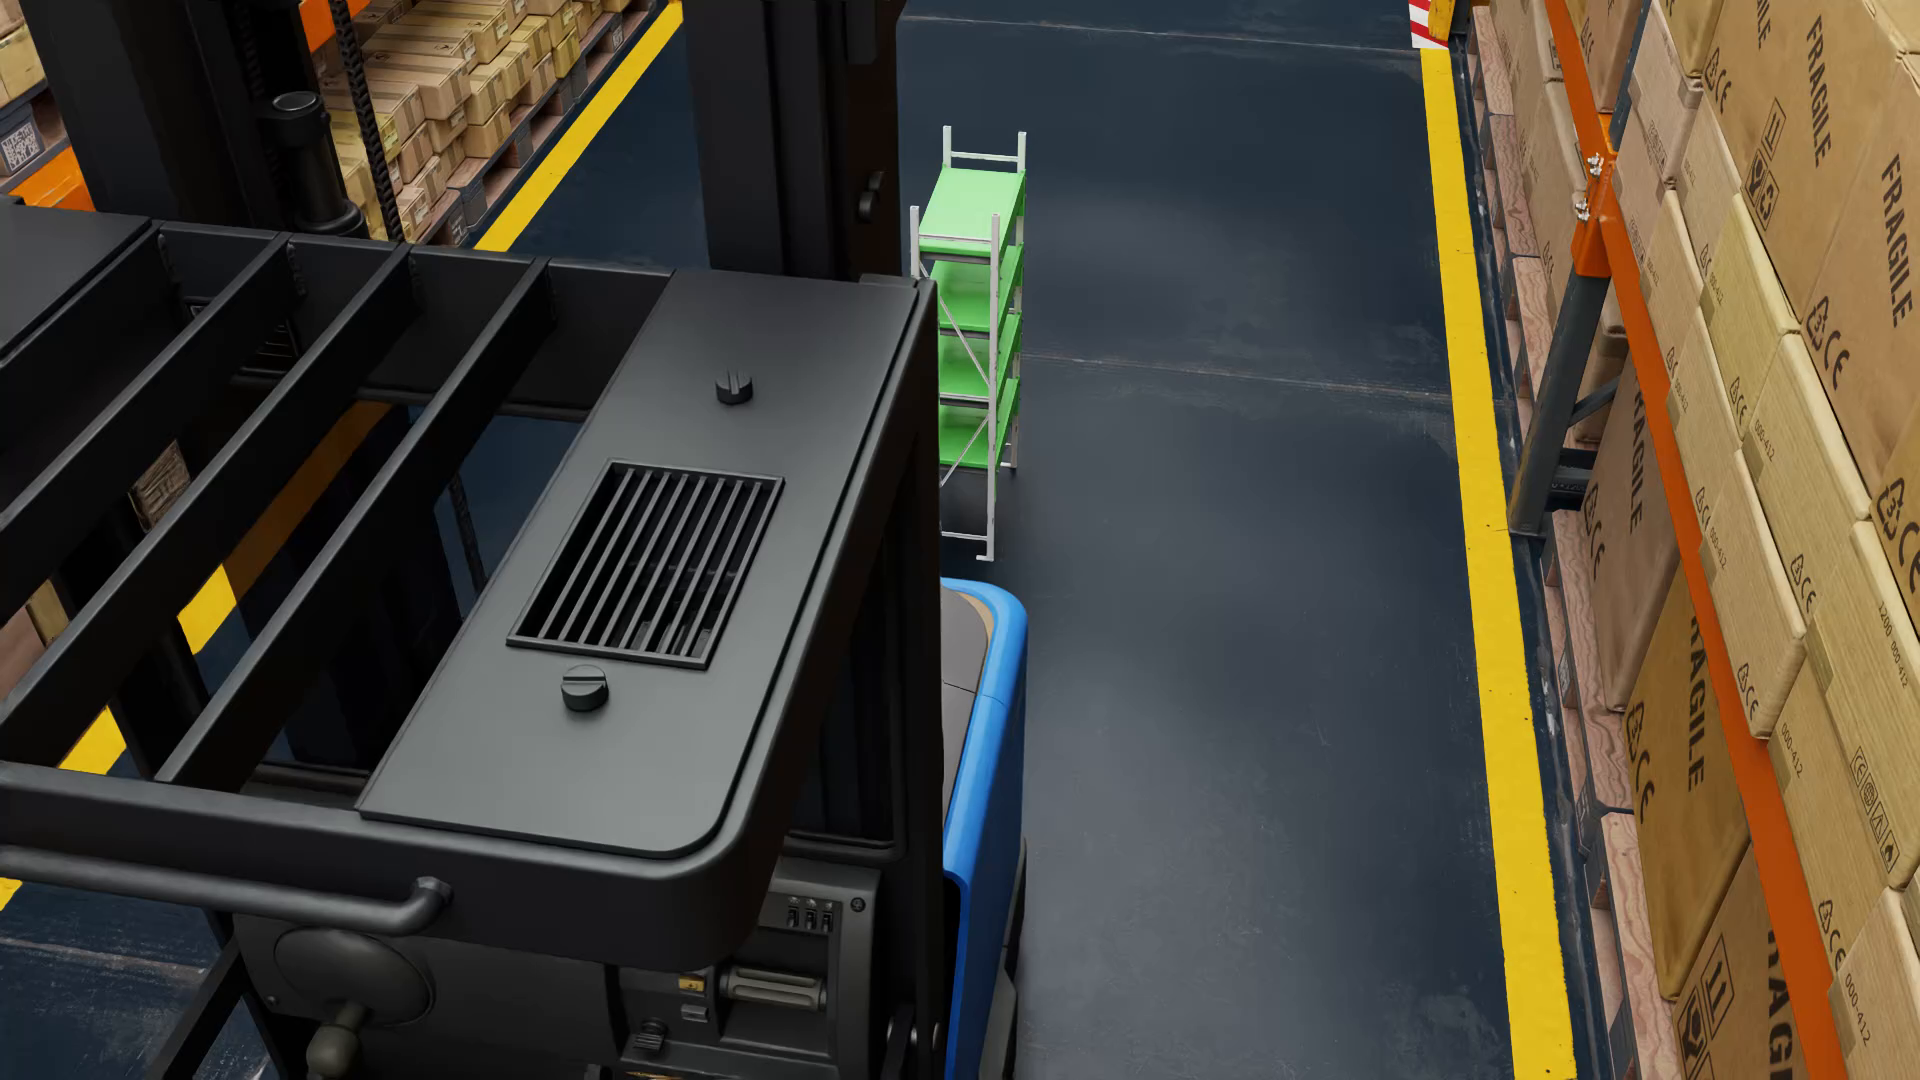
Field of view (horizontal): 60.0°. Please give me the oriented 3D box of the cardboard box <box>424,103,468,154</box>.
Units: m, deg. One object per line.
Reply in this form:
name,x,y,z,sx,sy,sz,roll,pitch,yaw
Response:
cardboard box,-2.192,-1.671,6.591,0.380,0.149,0.250,8,40,10

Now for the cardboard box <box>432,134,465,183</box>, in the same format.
cardboard box,-2.228,-1.558,6.688,0.380,0.149,0.250,5,40,6

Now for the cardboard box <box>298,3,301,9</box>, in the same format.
cardboard box,-2.281,-1.681,5.126,0.380,0.149,0.250,8,40,9

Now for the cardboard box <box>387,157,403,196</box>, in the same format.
cardboard box,-2.312,-1.331,6.181,0.380,0.149,0.250,6,40,7

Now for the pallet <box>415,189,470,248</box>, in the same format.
pallet,-2.570,-0.987,6.278,1.003,0.211,1.213,6,40,8

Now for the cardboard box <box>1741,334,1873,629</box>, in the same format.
cardboard box,1.626,-0.082,2.720,0.500,0.250,0.500,5,40,6

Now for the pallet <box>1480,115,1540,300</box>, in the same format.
pallet,2.658,-1.315,6.675,1.003,0.211,1.213,6,40,8

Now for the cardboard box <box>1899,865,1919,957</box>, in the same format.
cardboard box,1.467,0.568,1.935,0.500,0.250,0.500,5,40,7

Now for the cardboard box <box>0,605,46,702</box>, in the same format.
cardboard box,-2.714,0.301,4.164,0.500,0.500,0.500,6,40,7

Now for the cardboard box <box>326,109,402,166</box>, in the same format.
cardboard box,-2.287,-1.452,6.093,0.380,0.149,0.250,6,40,7

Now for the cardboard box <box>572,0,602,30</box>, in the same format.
cardboard box,-1.921,-2.527,7.860,0.380,0.149,0.250,6,40,7

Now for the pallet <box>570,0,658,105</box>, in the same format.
pallet,-2.148,-2.518,8.130,1.003,0.211,1.213,6,40,8

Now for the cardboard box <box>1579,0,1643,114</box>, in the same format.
cardboard box,2.069,-1.511,4.645,0.500,0.500,0.500,7,40,8

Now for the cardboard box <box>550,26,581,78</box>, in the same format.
cardboard box,-1.933,-2.204,7.469,0.380,0.149,0.250,5,40,6

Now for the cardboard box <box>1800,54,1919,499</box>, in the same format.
cardboard box,1.648,-0.371,2.481,0.500,0.500,0.500,6,40,7

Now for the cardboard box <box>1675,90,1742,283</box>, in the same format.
cardboard box,1.825,-0.713,3.484,0.500,0.250,0.500,7,40,8

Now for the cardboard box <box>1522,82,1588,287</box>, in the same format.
cardboard box,2.610,-1.272,6.116,0.875,0.438,0.875,5,40,6

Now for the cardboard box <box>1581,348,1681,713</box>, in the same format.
cardboard box,2.212,-0.099,4.353,0.875,0.875,0.875,8,40,9

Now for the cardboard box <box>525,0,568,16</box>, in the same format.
cardboard box,-1.920,-2.420,7.264,0.380,0.149,0.250,8,40,9

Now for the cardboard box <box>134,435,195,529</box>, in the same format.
cardboard box,-2.532,-0.342,4.942,0.500,0.500,0.500,6,40,7

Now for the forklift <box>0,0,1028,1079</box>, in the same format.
forklift,-0.608,0.663,2.147,1.130,2.935,3.031,6,40,8

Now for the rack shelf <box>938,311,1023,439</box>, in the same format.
rack shelf,0.029,-0.517,5.034,0.258,0.148,0.480,6,40,8

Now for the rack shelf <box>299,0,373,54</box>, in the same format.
rack shelf,-2.306,-2.614,6.622,1.077,0.370,4.000,6,40,8

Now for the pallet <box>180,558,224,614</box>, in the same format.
pallet,-2.785,-0.072,5.172,1.003,0.211,1.213,6,40,8

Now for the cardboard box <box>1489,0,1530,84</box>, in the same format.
cardboard box,2.917,-2.413,7.496,0.875,0.438,0.875,5,40,6

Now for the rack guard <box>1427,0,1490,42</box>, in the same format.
rack guard,2.937,-2.715,8.142,1.175,0.500,0.348,6,40,8

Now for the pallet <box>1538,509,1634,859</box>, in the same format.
pallet,2.182,0.414,4.584,1.003,0.211,1.213,6,40,8

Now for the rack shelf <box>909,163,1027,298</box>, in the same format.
rack shelf,0.029,-0.887,4.728,0.258,0.148,0.480,6,40,8

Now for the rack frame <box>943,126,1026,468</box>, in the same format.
rack frame,0.071,-0.719,5.179,0.240,1.200,0.015,6,40,8

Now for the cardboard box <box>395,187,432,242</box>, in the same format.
cardboard box,-2.235,-1.221,6.280,0.380,0.149,0.250,6,40,7

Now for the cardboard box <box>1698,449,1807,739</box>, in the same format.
cardboard box,1.617,0.109,2.882,0.500,0.250,0.500,6,40,7

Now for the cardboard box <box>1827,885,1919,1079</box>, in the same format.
cardboard box,1.454,0.746,2.111,0.500,0.250,0.500,7,40,8

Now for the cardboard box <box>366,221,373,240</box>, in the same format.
cardboard box,-2.274,-1.006,5.787,0.380,0.149,0.250,8,40,10

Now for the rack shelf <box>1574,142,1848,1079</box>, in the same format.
rack shelf,1.895,0.379,3.002,1.077,0.370,4.000,6,40,8

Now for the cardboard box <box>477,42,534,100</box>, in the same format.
cardboard box,-2.018,-1.974,6.958,0.380,0.149,0.250,7,40,8

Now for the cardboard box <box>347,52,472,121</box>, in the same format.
cardboard box,-2.140,-1.769,6.476,0.380,0.149,0.250,7,40,9

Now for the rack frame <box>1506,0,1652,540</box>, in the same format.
rack frame,2.241,-1.153,4.291,1.000,3.000,0.127,6,40,8

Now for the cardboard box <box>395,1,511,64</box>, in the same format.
cardboard box,-2.093,-2.100,6.876,0.380,0.149,0.250,7,40,8

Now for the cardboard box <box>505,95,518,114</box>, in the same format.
cardboard box,-2.118,-1.884,7.082,0.380,0.149,0.250,7,40,9

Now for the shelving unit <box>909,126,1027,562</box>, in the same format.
shelving unit,0.029,-0.566,4.993,0.258,1.200,0.503,6,40,8

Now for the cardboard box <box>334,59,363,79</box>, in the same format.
cardboard box,-2.616,-1.862,6.823,0.380,0.149,0.250,5,40,6

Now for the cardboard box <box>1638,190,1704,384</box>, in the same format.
cardboard box,1.817,-0.524,3.647,0.500,0.250,0.500,5,40,7

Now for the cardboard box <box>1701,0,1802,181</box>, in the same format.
cardboard box,1.821,-1.011,3.255,0.500,0.500,0.500,6,40,7

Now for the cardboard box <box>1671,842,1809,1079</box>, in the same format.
cardboard box,1.909,1.030,2.988,0.875,0.875,0.875,7,40,8

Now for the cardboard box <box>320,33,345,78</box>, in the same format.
cardboard box,-2.693,-2.007,6.764,0.380,0.149,0.250,5,40,6

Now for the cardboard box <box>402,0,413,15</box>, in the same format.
cardboard box,-2.593,-2.319,7.142,0.380,0.149,0.250,7,40,8

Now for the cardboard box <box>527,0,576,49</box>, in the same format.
cardboard box,-1.935,-2.309,7.362,0.380,0.149,0.250,7,40,8

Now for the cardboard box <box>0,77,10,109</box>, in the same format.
cardboard box,-2.615,-1.111,4.107,0.380,0.149,0.250,6,40,8
